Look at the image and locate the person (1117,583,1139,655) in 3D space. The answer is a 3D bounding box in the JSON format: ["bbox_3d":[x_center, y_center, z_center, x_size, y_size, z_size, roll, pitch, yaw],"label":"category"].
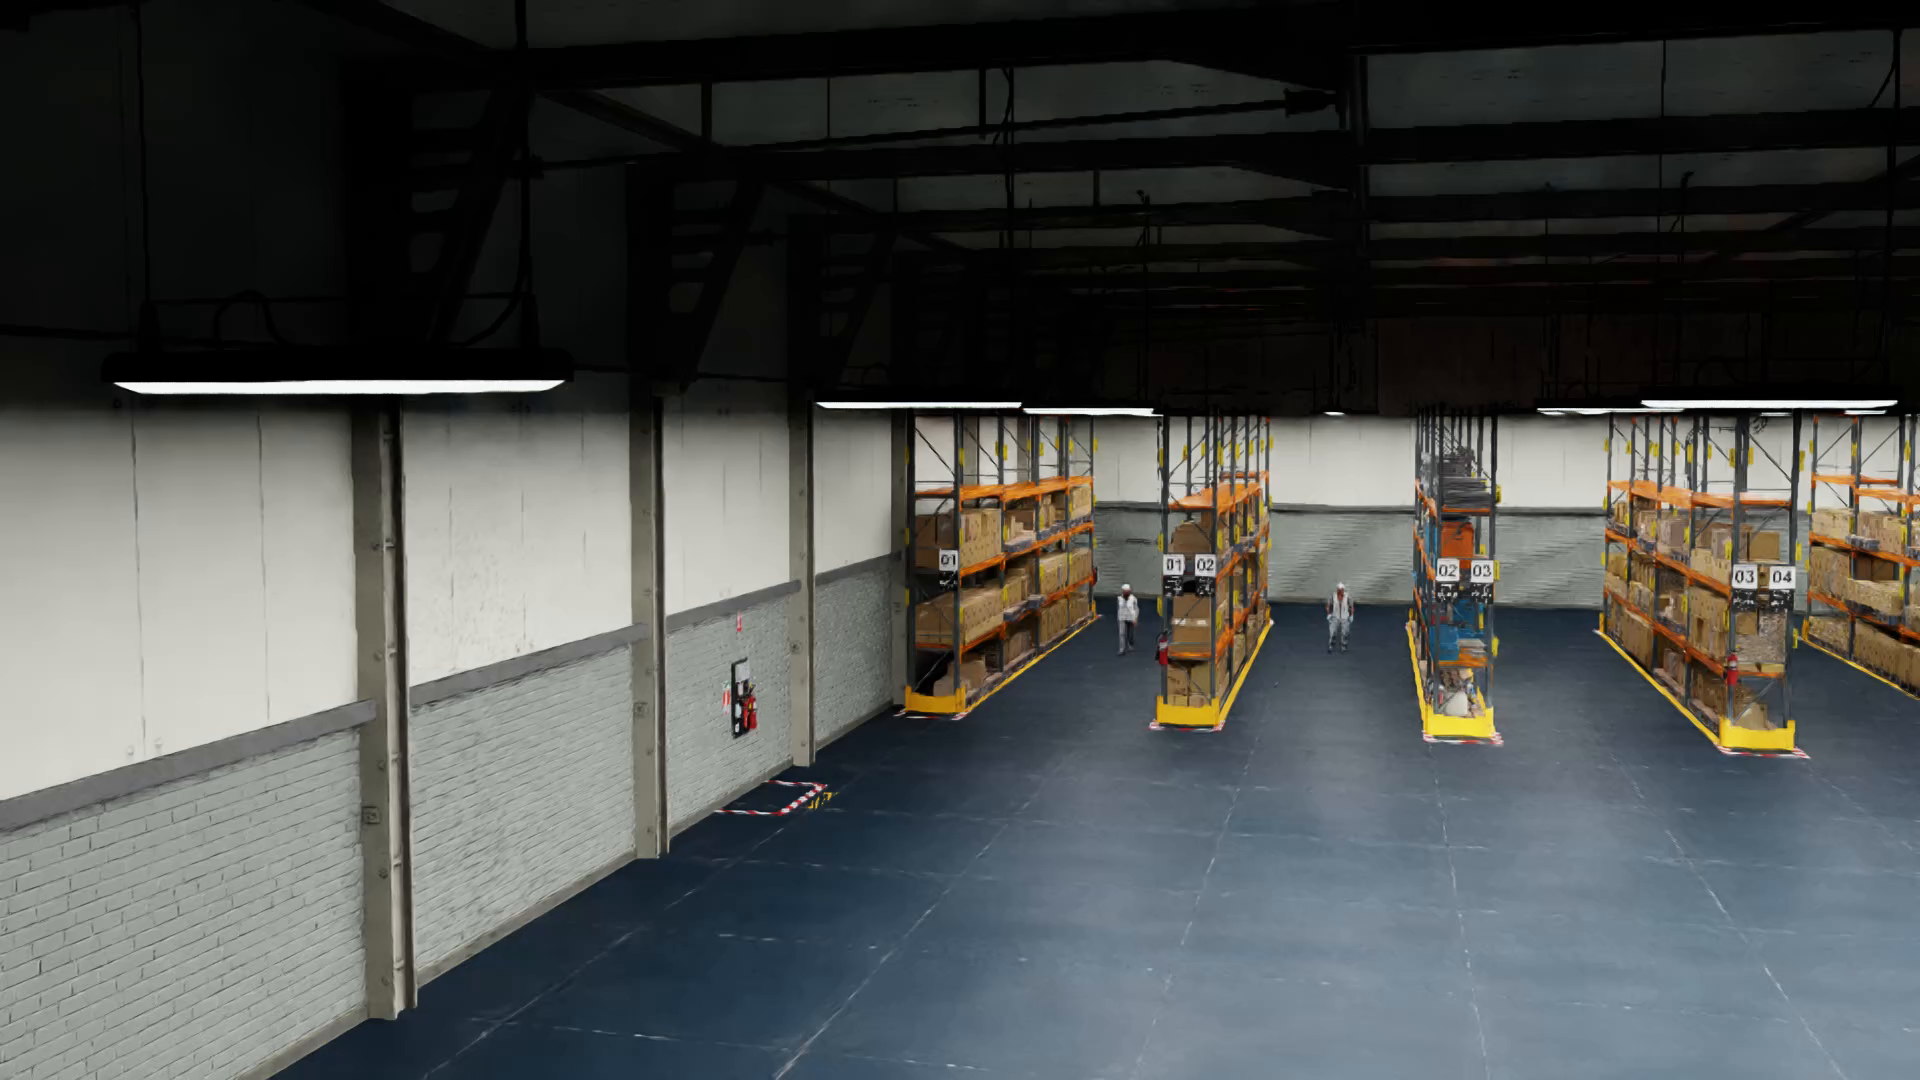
[{"bbox_3d":[4.083,1.915,40.503,0.555,1.725,1.029,1,4,13],"label":"person"}]

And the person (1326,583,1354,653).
[{"bbox_3d":[9.285,1.904,40.633,0.677,1.742,0.552,1,4,12],"label":"person"}]
